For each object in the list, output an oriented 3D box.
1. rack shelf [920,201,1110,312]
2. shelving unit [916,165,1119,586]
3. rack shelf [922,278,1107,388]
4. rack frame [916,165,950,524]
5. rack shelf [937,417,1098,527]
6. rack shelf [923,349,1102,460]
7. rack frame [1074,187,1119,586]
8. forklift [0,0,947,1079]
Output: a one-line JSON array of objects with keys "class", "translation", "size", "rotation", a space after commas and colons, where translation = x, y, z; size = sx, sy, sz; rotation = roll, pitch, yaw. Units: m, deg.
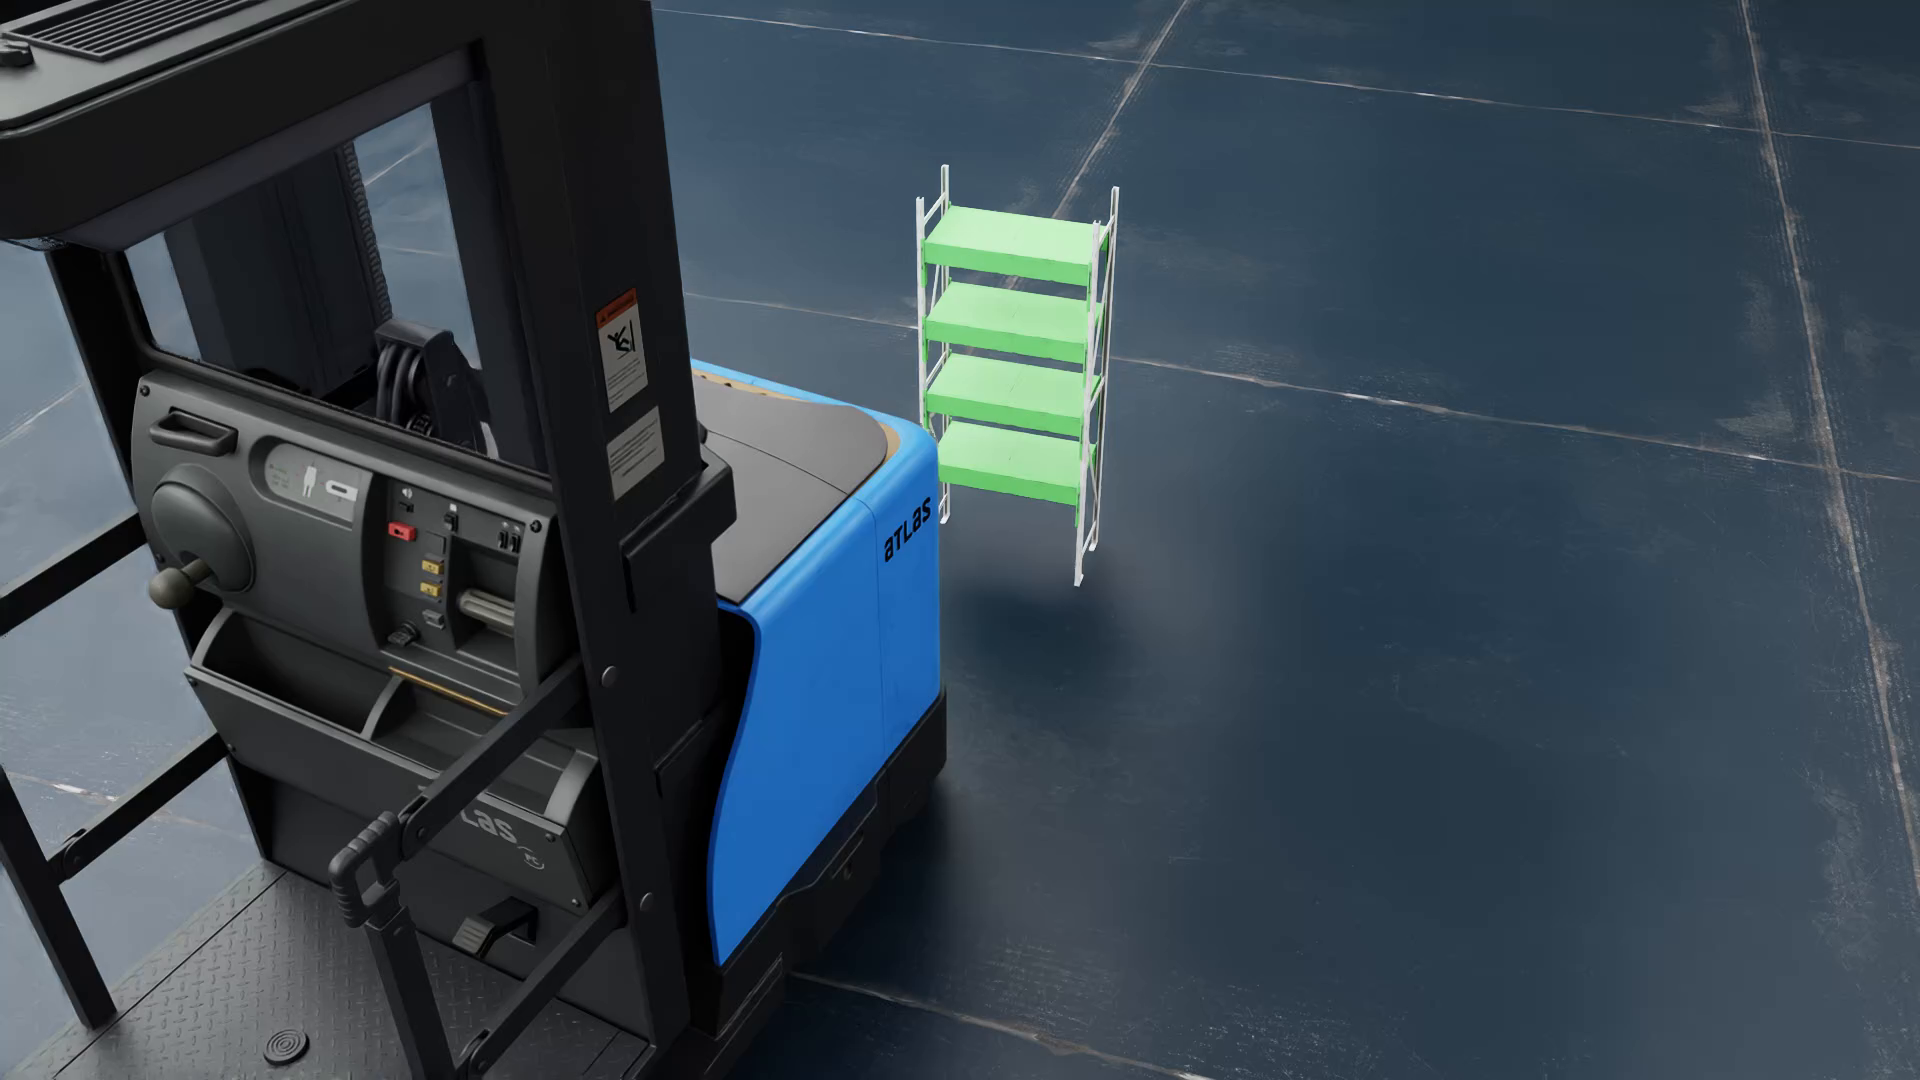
[{"class": "rack shelf", "translation": [0.158, -0.789, 4.608], "size": [0.480, 0.148, 0.258], "rotation": [10, 38, 14]}, {"class": "shelving unit", "translation": [0.158, -0.454, 4.855], "size": [0.503, 1.200, 0.258], "rotation": [10, 38, 14]}, {"class": "rack shelf", "translation": [0.158, -0.596, 4.750], "size": [0.480, 0.148, 0.258], "rotation": [10, 38, 14]}, {"class": "rack frame", "translation": [-0.075, -0.497, 4.913], "size": [0.015, 1.200, 0.240], "rotation": [10, 38, 14]}, {"class": "rack shelf", "translation": [0.158, -0.209, 5.035], "size": [0.480, 0.148, 0.258], "rotation": [10, 38, 14]}, {"class": "rack shelf", "translation": [0.158, -0.403, 4.892], "size": [0.480, 0.148, 0.258], "rotation": [10, 38, 14]}, {"class": "rack frame", "translation": [0.391, -0.411, 4.796], "size": [0.015, 1.200, 0.240], "rotation": [10, 38, 14]}, {"class": "forklift", "translation": [-1.168, 0.066, 2.688], "size": [1.130, 2.935, 3.031], "rotation": [17, 40, 22]}]
